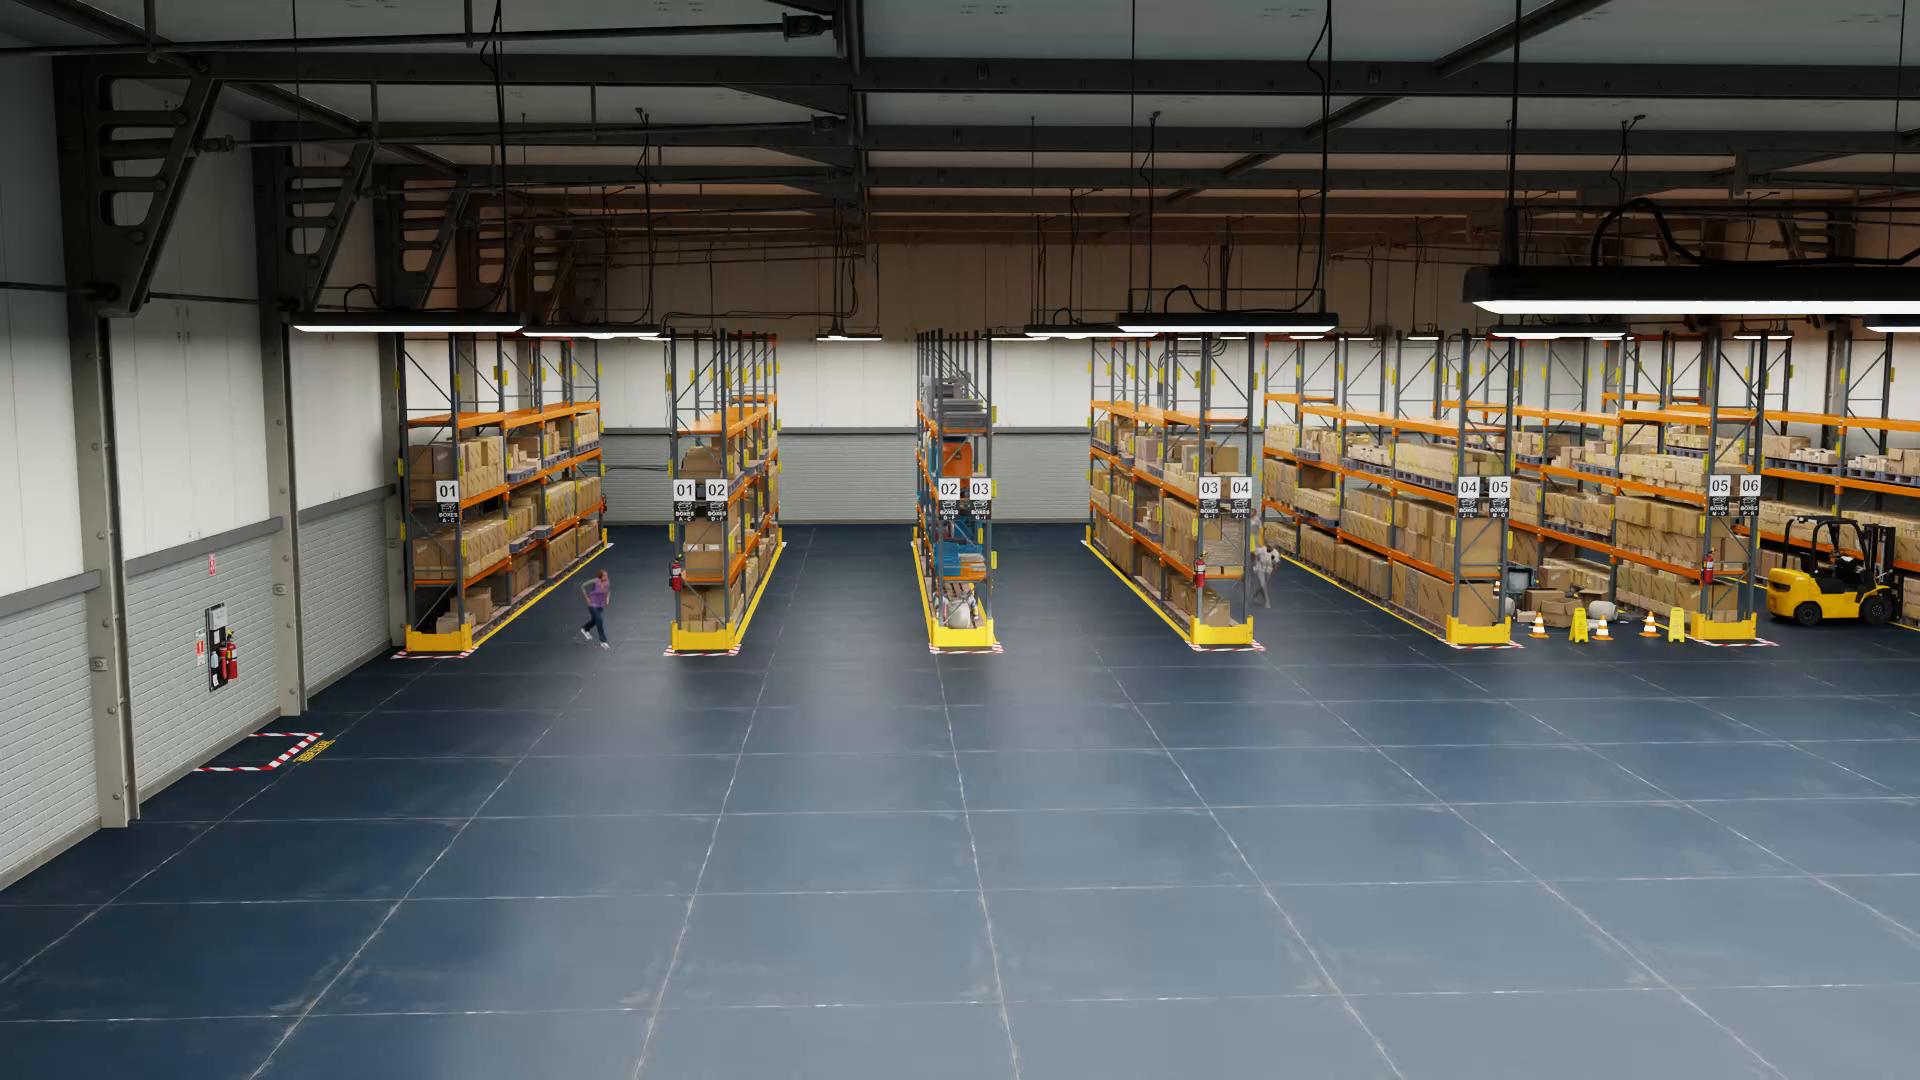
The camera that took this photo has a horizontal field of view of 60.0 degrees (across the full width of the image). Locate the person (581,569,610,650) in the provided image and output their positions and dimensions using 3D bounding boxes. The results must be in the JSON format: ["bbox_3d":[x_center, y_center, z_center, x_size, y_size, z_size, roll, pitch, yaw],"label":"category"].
[{"bbox_3d":[-6.943,1.280,31.507,0.576,1.547,0.916,-6,9,-39],"label":"person"}]

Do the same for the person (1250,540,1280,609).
[{"bbox_3d":[6.626,0.699,36.275,0.584,1.500,0.997,-1,7,-7],"label":"person"}]

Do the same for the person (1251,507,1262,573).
[{"bbox_3d":[7.353,-0.024,41.899,0.531,1.626,0.824,0,7,1],"label":"person"}]
